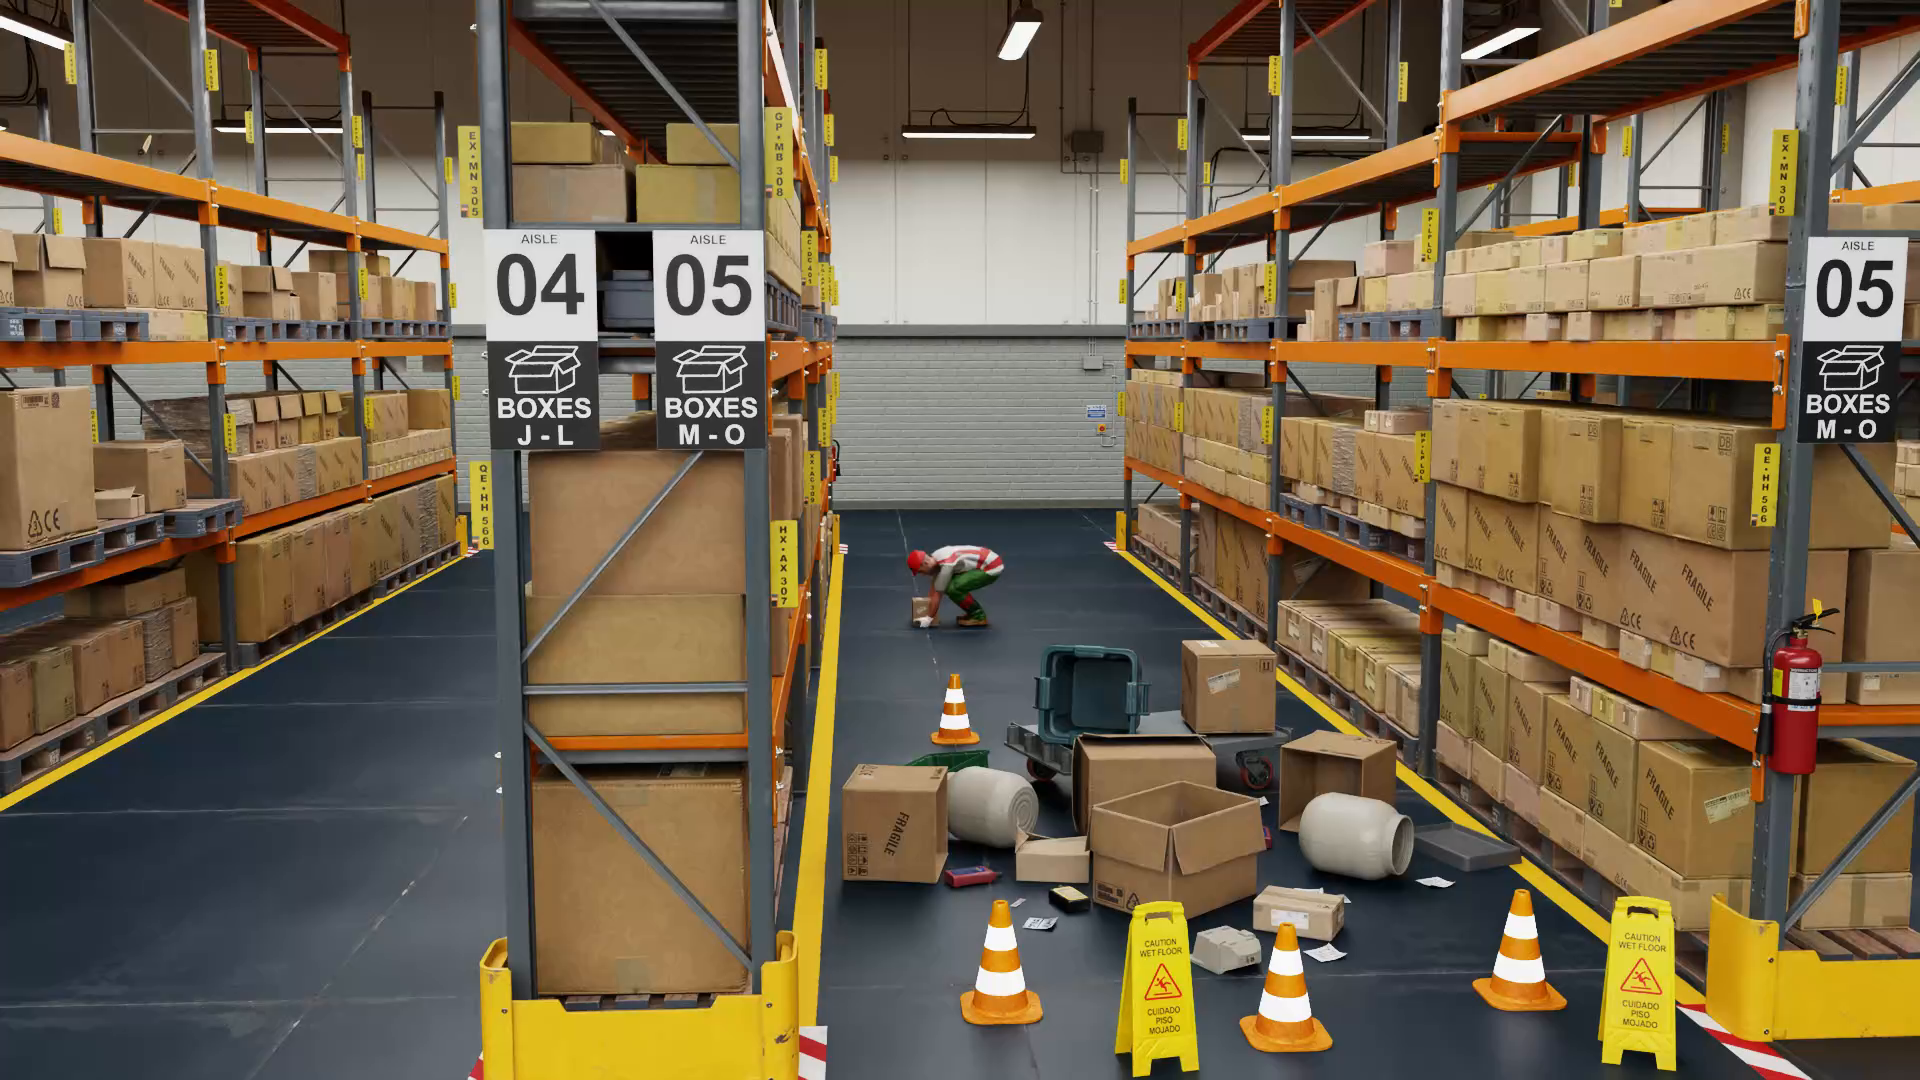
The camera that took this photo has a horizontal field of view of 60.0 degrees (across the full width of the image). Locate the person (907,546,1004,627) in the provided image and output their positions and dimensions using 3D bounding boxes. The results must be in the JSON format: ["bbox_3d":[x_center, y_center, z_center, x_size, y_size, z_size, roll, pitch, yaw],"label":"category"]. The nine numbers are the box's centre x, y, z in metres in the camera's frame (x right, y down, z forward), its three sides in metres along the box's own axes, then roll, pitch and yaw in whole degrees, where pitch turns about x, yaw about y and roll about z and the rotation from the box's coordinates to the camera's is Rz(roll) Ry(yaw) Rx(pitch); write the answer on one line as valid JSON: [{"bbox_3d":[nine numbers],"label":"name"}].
[{"bbox_3d":[-0.045,0.464,16.591,0.964,0.810,0.524,-1,7,-5],"label":"person"}]
